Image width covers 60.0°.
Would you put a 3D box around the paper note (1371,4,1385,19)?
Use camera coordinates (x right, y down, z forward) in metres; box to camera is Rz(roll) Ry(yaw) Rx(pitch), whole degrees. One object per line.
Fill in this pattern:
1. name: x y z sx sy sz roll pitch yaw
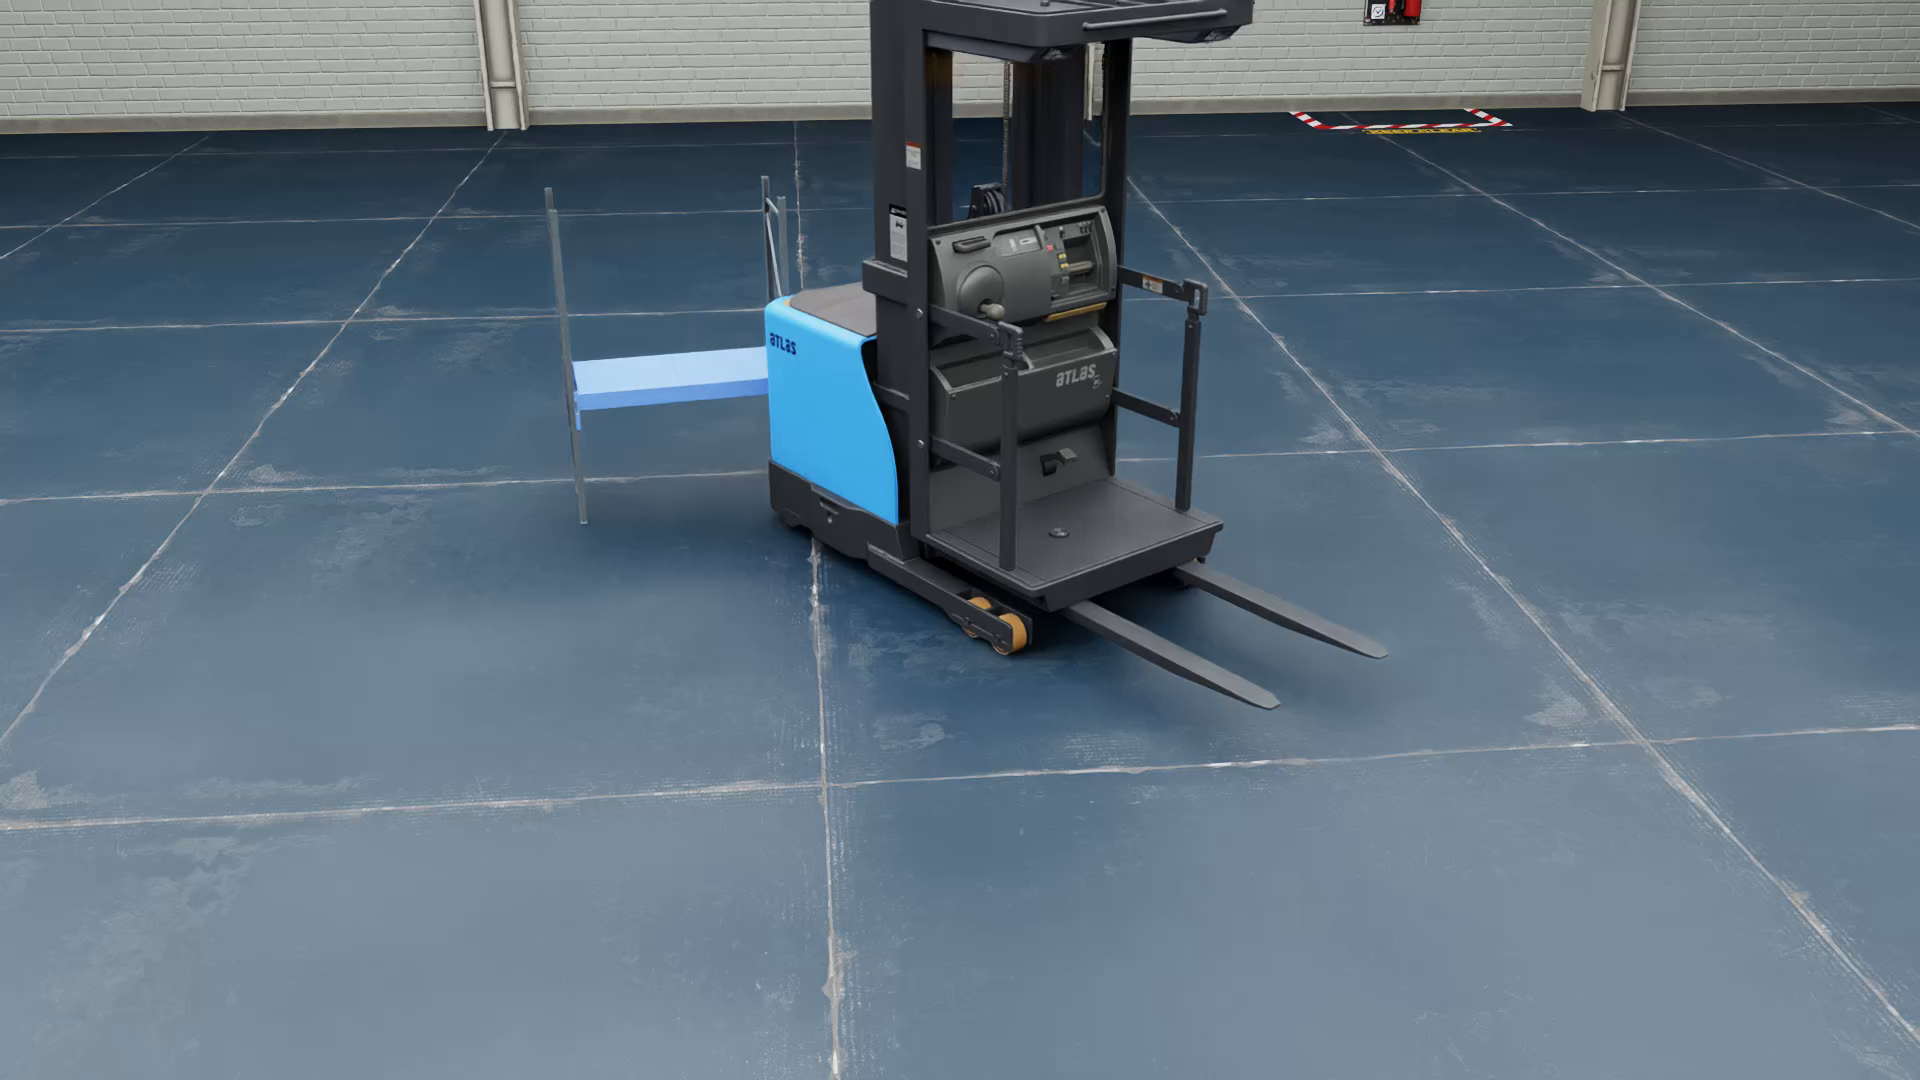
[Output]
1. paper note: 4.540 -5.736 18.047 0.142 0.148 0.016 -2 24 -5

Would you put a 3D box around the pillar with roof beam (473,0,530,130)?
1. pillar with roof beam: -4.333 -6.723 11.797 0.400 9.000 9.100 -2 24 -5

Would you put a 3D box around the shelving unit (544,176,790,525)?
1. shelving unit: -1.364 -0.912 7.956 1.048 1.500 0.538 -6 25 -14

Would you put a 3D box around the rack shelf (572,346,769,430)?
1. rack shelf: -1.364 -0.748 8.029 1.000 0.185 0.538 -6 25 -14

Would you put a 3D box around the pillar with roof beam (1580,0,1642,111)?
1. pillar with roof beam: 7.609 -7.203 12.875 0.400 9.000 9.100 -2 24 -5

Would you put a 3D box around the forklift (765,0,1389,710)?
1. forklift: 0.407 -1.105 6.627 1.130 2.935 3.031 -18 30 -35

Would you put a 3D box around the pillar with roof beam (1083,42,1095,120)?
1. pillar with roof beam: 1.638 -6.963 12.336 0.400 9.000 9.100 -2 24 -5

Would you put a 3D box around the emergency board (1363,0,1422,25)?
1. emergency board: 4.723 -6.118 17.821 0.643 1.169 0.194 -2 24 -5

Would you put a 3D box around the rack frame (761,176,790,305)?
1. rack frame: -0.874 -0.967 8.080 0.032 1.500 0.500 -6 25 -14

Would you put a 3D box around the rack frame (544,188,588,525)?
1. rack frame: -1.854 -0.857 7.832 0.032 1.500 0.500 -6 25 -14
